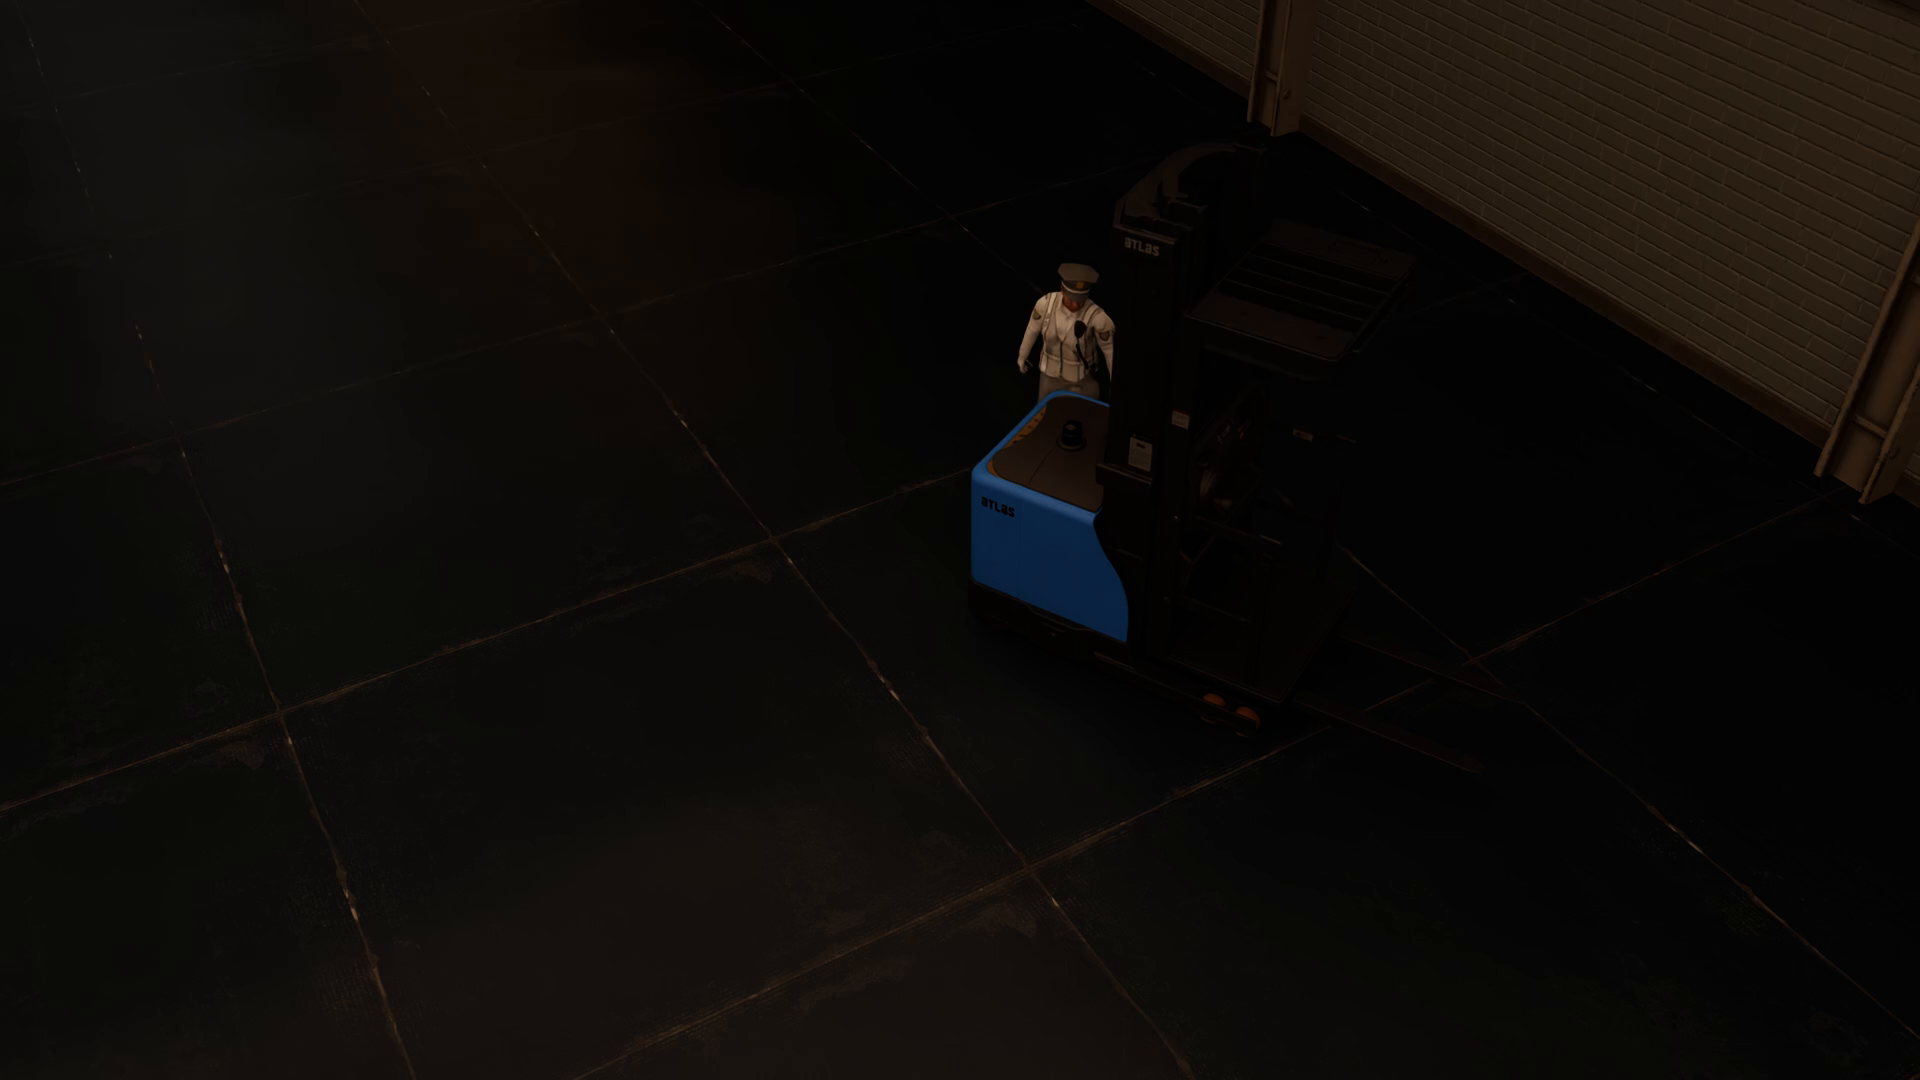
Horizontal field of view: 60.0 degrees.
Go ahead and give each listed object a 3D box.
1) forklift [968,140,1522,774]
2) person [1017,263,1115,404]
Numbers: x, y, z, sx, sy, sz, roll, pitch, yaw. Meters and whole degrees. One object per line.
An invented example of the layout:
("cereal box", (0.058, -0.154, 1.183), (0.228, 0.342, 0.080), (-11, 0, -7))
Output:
("forklift", (1.570, -0.446, 8.574), (3.031, 2.935, 1.130), (22, 44, 24))
("person", (0.699, -0.997, 10.274), (0.800, 1.636, 0.403), (16, 42, 18))
